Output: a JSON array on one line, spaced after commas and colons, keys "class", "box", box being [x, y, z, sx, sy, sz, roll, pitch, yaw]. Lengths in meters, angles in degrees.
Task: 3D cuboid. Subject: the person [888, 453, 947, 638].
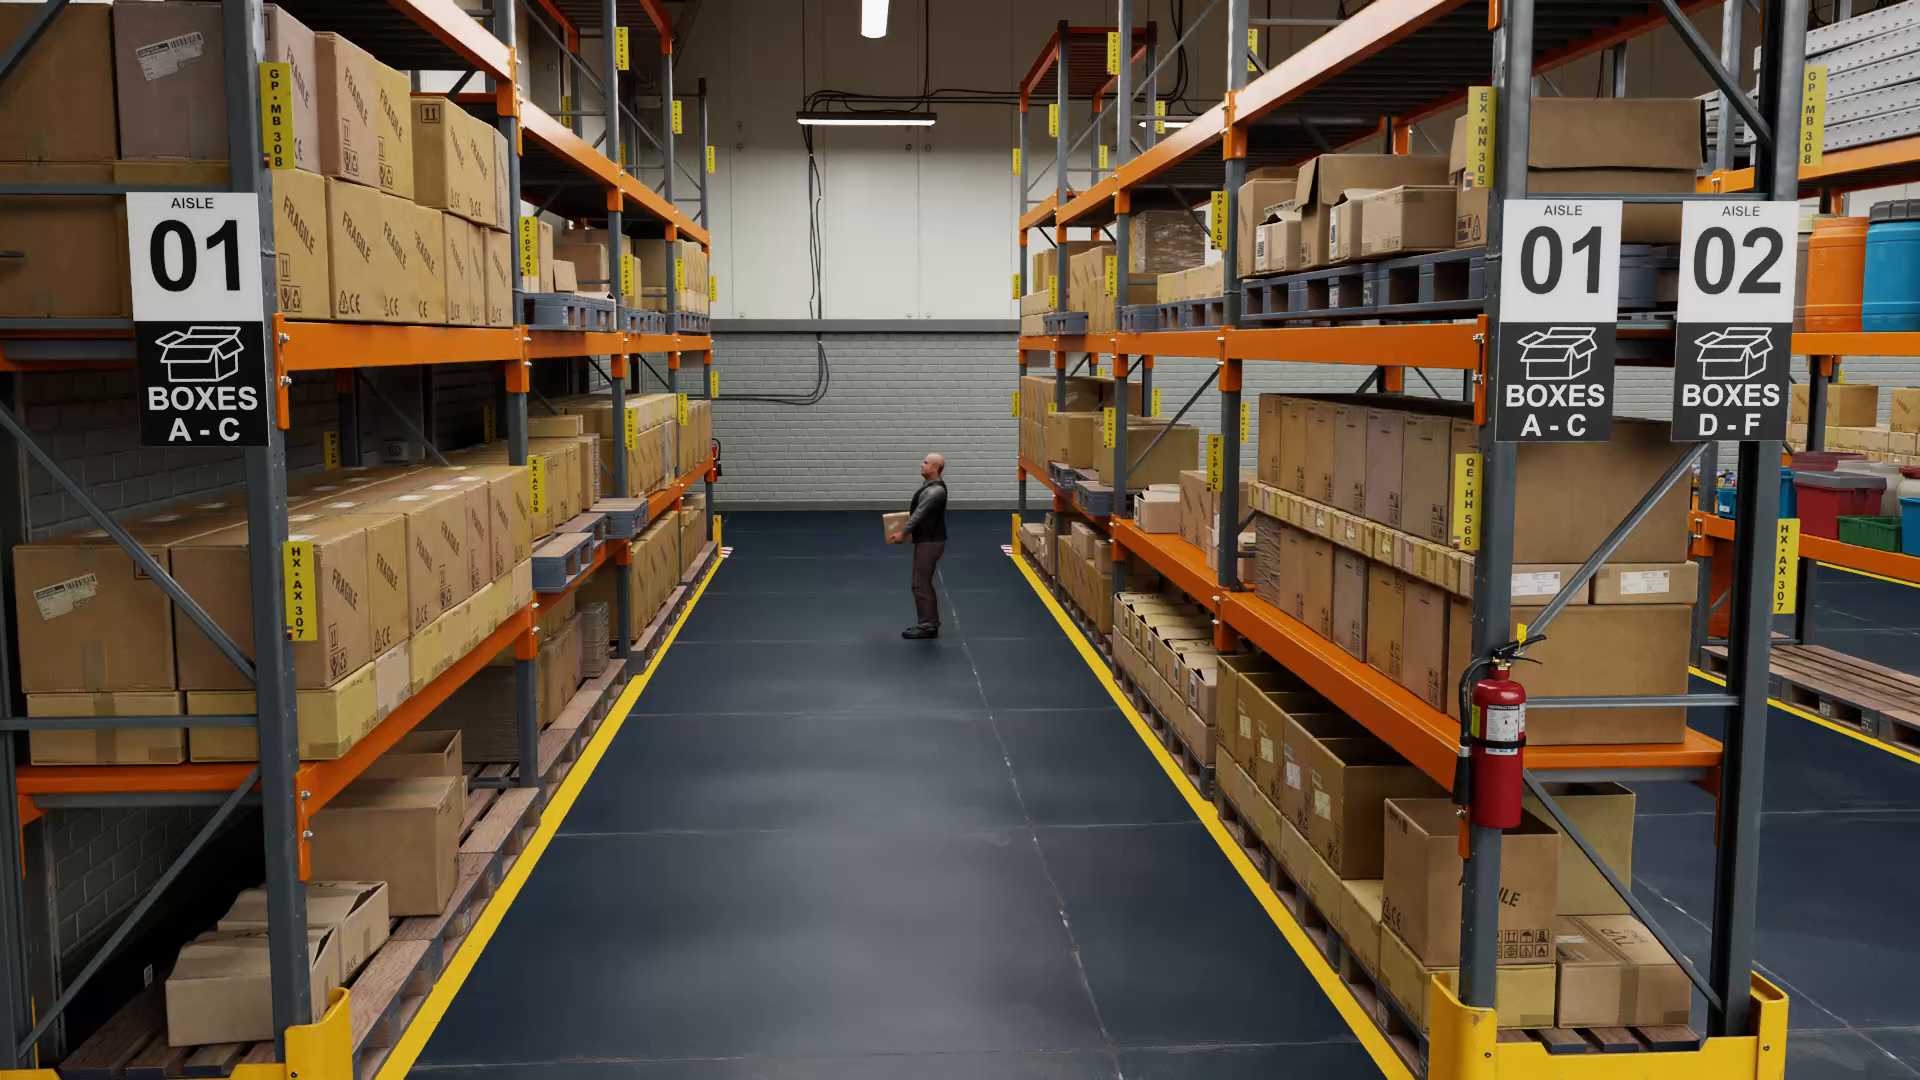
[{"class": "person", "box": [-0.393, 0.049, 15.476, 0.560, 1.711, 0.494, 0, 7, -3]}]
